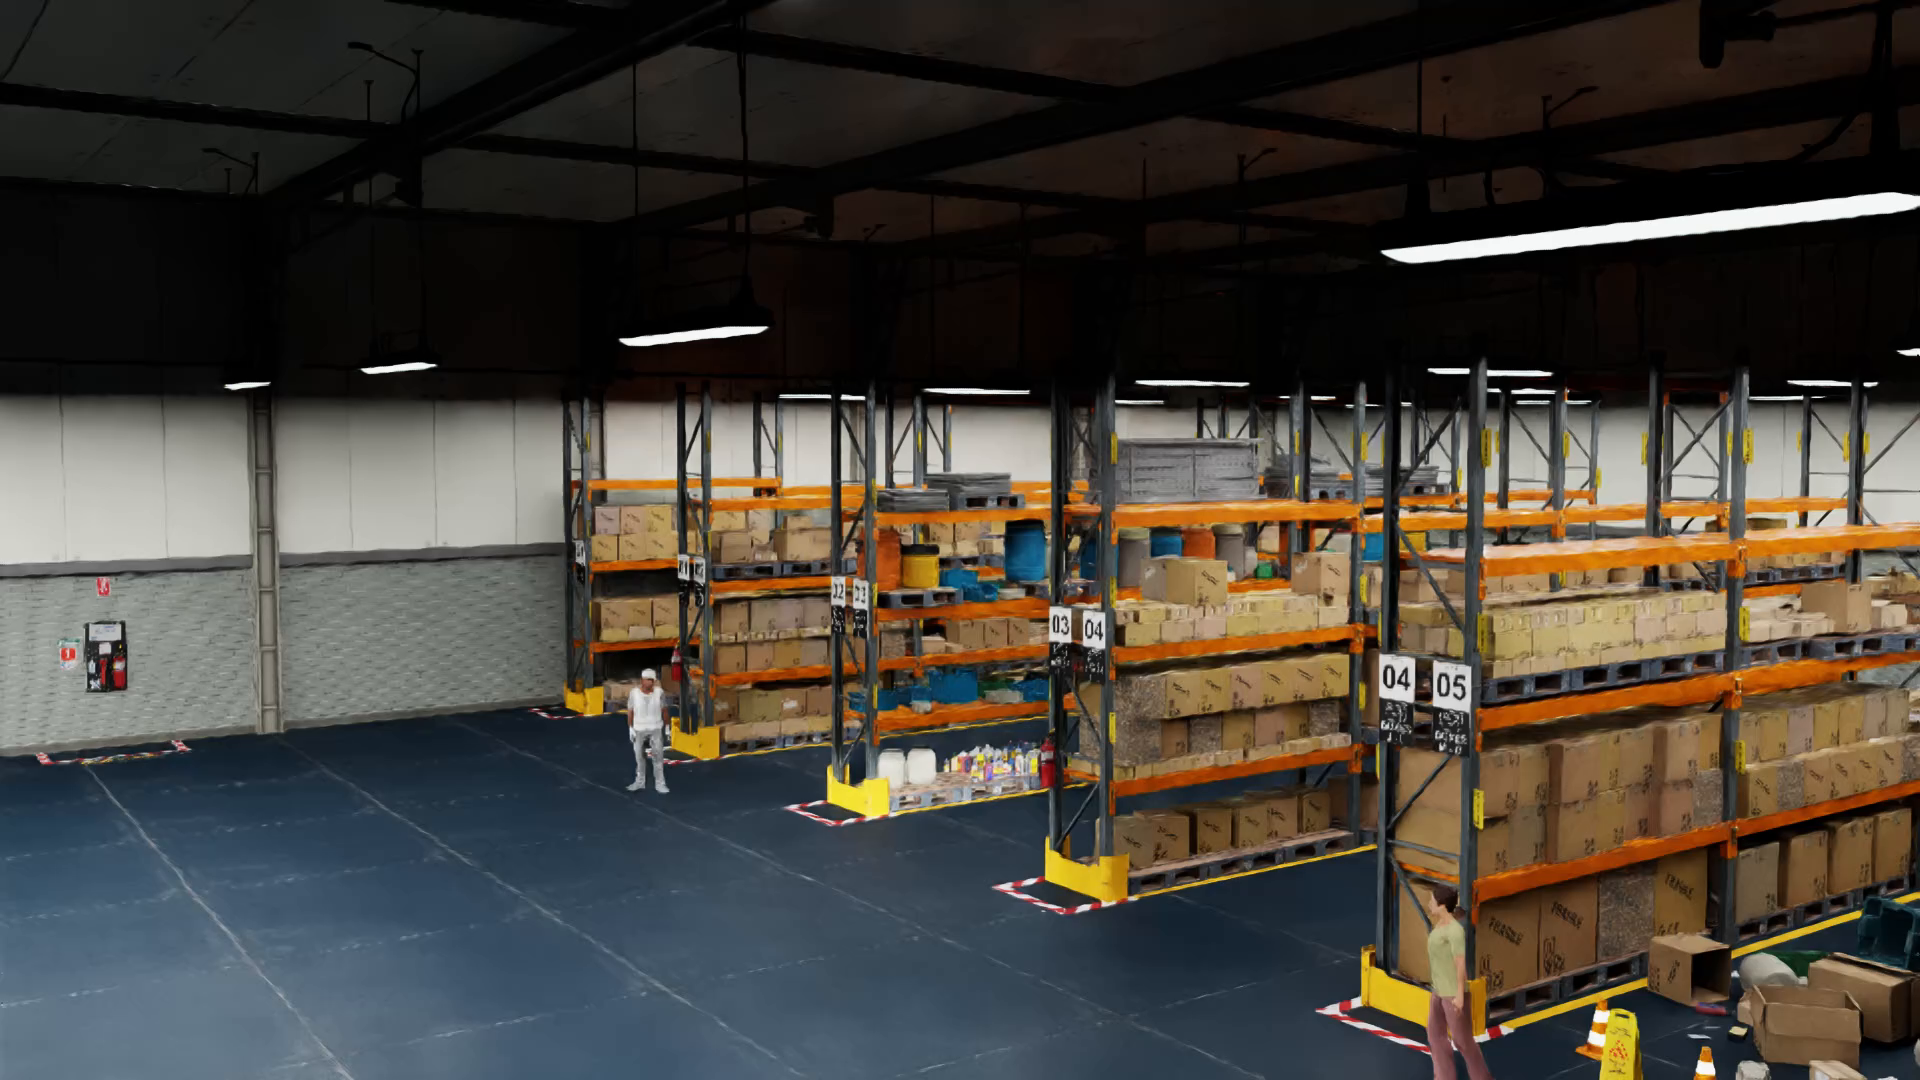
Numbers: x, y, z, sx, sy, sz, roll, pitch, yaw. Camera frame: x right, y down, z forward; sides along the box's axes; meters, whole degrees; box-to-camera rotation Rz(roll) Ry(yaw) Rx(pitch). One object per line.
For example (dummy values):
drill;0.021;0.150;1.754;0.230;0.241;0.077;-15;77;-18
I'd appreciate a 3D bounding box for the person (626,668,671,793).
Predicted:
person;-4.490;2.729;23.925;0.646;1.789;0.479;-1;4;-9

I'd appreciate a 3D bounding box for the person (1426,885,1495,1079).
person;3.874;3.511;12.903;0.565;1.657;0.504;0;4;2
